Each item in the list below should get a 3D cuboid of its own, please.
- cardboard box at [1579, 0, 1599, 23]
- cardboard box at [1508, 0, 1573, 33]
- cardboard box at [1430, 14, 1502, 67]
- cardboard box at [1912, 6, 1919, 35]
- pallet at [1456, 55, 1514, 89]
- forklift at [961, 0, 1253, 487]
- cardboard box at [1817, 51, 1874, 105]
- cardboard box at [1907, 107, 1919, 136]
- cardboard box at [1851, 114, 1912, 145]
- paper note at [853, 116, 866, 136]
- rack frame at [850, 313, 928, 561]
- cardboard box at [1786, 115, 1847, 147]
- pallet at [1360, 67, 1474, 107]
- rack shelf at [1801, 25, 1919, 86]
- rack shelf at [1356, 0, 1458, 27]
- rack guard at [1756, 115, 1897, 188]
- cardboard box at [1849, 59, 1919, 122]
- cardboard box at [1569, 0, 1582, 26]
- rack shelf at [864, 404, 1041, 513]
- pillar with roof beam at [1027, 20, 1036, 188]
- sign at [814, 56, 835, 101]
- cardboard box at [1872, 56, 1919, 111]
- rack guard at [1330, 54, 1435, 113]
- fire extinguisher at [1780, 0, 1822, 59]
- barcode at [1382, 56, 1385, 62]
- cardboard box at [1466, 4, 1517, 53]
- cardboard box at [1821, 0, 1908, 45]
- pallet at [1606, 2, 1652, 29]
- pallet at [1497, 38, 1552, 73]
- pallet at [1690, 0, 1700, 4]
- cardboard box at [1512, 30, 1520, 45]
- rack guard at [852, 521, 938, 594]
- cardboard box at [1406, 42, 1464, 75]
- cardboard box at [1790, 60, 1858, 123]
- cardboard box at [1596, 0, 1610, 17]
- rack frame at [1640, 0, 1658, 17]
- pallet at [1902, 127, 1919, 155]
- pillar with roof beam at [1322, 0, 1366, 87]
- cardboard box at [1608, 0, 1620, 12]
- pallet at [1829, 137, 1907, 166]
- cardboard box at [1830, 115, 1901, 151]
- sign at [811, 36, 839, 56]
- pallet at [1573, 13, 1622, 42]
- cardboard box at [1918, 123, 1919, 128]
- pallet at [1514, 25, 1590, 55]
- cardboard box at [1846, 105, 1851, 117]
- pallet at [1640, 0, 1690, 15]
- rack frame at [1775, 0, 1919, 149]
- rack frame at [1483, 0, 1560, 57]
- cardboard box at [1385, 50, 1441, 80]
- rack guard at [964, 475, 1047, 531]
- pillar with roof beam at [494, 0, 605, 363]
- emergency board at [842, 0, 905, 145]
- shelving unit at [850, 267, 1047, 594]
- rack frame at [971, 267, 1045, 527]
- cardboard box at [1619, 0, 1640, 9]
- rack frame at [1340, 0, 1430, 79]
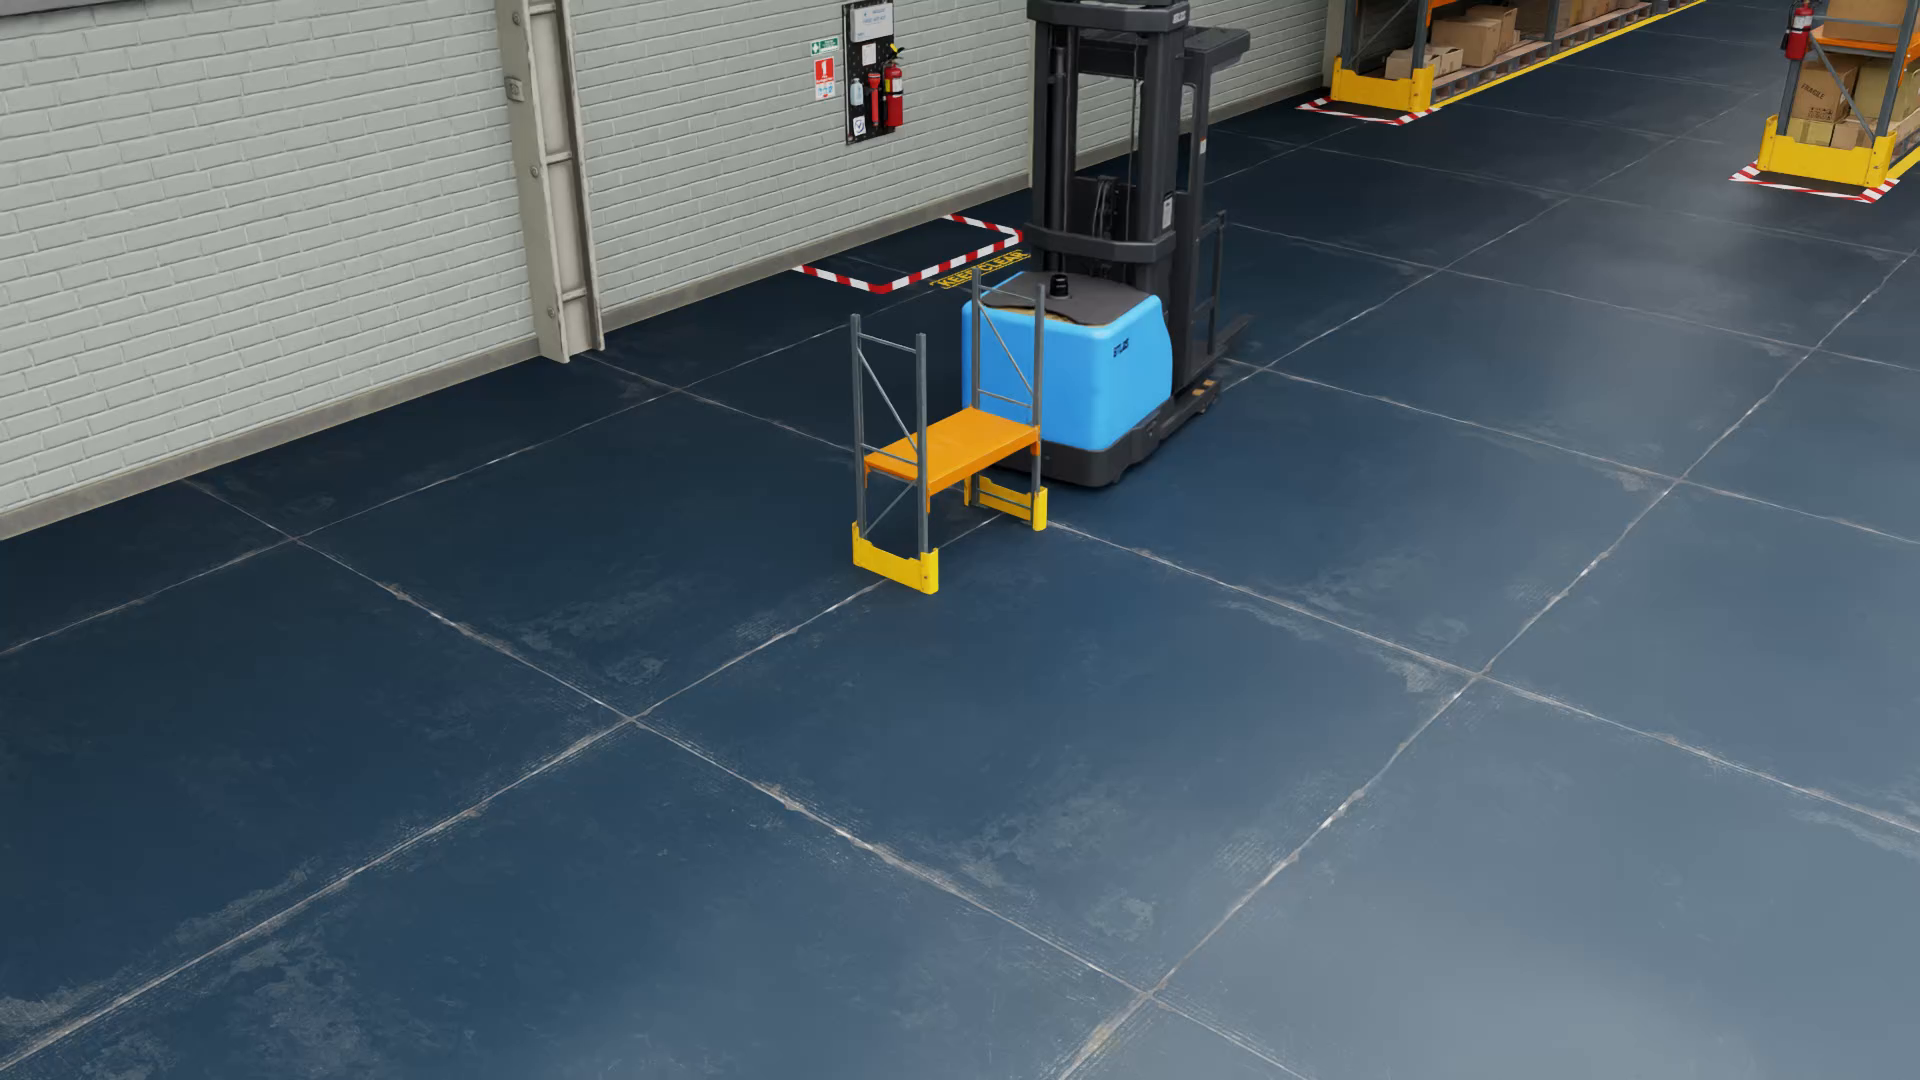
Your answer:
[{"bbox_3d":[8.585,-7.639,23.493,0.700,0.500,0.500,21,34,35],"label":"cardboard box"},{"bbox_3d":[7.940,-7.272,22.784,0.700,0.500,0.500,22,35,36],"label":"cardboard box"},{"bbox_3d":[6.317,-6.254,20.817,0.700,0.500,0.500,18,33,31],"label":"cardboard box"},{"bbox_3d":[9.402,-5.450,16.912,0.700,0.500,0.500,22,34,36],"label":"cardboard box"},{"bbox_3d":[6.309,-5.999,21.117,1.003,0.211,1.213,21,34,34],"label":"pallet"},{"bbox_3d":[1.166,-2.269,10.946,1.130,2.935,3.031,15,31,26],"label":"forklift"},{"bbox_3d":[9.501,-4.991,17.852,0.500,0.500,0.500,21,34,34],"label":"cardboard box"},{"bbox_3d":[9.911,-4.502,17.724,0.500,0.250,0.500,21,34,34],"label":"cardboard box"},{"bbox_3d":[9.593,-4.325,17.381,0.500,0.250,0.500,21,34,34],"label":"cardboard box"},{"bbox_3d":[-0.866,-3.578,14.360,0.016,0.148,0.142,21,34,34],"label":"paper note"},{"bbox_3d":[-0.378,-0.456,8.999,0.500,1.500,0.032,21,34,34],"label":"rack frame"},{"bbox_3d":[8.878,-4.298,17.329,0.500,0.250,0.500,21,34,34],"label":"cardboard box"},{"bbox_3d":[5.532,-5.569,20.285,1.003,0.211,1.213,21,34,34],"label":"pallet"},{"bbox_3d":[10.037,-5.446,17.795,1.077,0.370,4.000,21,34,34],"label":"rack shelf"},{"bbox_3d":[6.212,-6.892,20.591,1.077,0.370,4.000,21,34,34],"label":"rack shelf"},{"bbox_3d":[8.750,-3.938,16.817,1.175,0.500,0.348,21,34,34],"label":"rack guard"},{"bbox_3d":[9.594,-4.658,17.208,0.500,0.500,0.500,21,34,34],"label":"cardboard box"},{"bbox_3d":[8.230,-7.470,23.166,0.700,0.500,0.500,20,33,33],"label":"cardboard box"},{"bbox_3d":[-0.054,-0.476,9.430,0.538,0.185,1.000,21,34,34],"label":"rack shelf"},{"bbox_3d":[4.223,-6.283,12.101,9.100,9.000,0.400,21,34,34],"label":"pillar with roof beam"},{"bbox_3d":[-1.131,-3.861,13.911,0.001,0.329,0.234,21,34,34],"label":"sign"},{"bbox_3d":[9.902,-4.839,17.558,0.500,0.500,0.500,21,34,34],"label":"cardboard box"},{"bbox_3d":[4.988,-5.419,19.682,1.175,0.500,0.348,21,34,34],"label":"rack guard"},{"bbox_3d":[8.331,-5.116,16.459,0.296,0.674,0.183,21,34,34],"label":"fire extinguisher"},{"bbox_3d":[5.152,-5.850,20.232,0.001,0.075,0.075,21,34,34],"label":"barcode"},{"bbox_3d":[6.855,-6.626,21.536,0.500,0.500,0.500,18,32,31],"label":"cardboard box"},{"bbox_3d":[9.072,-5.262,16.549,0.700,0.500,0.500,21,34,34],"label":"cardboard box"},{"bbox_3d":[9.530,-7.824,24.644,1.003,0.211,1.213,21,34,34],"label":"pallet"},{"bbox_3d":[7.084,-6.434,21.957,1.003,0.211,1.213,21,34,34],"label":"pallet"},{"bbox_3d":[11.364,-8.789,26.509,1.003,0.211,1.213,21,34,34],"label":"pallet"},{"bbox_3d":[7.167,-6.659,21.963,0.380,0.166,0.250,16,31,28],"label":"cardboard box"},{"bbox_3d":[-0.365,0.093,9.299,0.587,0.250,0.087,21,34,34],"label":"rack guard"},{"bbox_3d":[5.812,-5.925,20.386,0.500,0.311,0.500,24,36,38],"label":"cardboard box"},{"bbox_3d":[8.876,-4.632,17.158,0.500,0.500,0.500,21,34,34],"label":"cardboard box"},{"bbox_3d":[8.899,-7.821,23.845,0.700,0.500,0.500,21,34,34],"label":"cardboard box"},{"bbox_3d":[10.029,-9.339,24.538,1.000,3.000,0.127,21,34,34],"label":"rack frame"},{"bbox_3d":[9.995,-4.532,18.280,1.003,0.211,1.213,21,34,34],"label":"pallet"},{"bbox_3d":[8.040,-8.410,16.213,9.100,9.000,0.400,21,34,34],"label":"pillar with roof beam"},{"bbox_3d":[9.193,-8.005,24.201,0.700,0.500,0.500,21,34,34],"label":"cardboard box"},{"bbox_3d":[9.219,-4.101,17.448,1.003,0.211,1.213,21,34,34],"label":"pallet"},{"bbox_3d":[9.278,-4.147,17.036,0.500,0.250,0.500,21,34,34],"label":"cardboard box"},{"bbox_3d":[-1.121,-4.096,13.787,0.001,0.109,0.331,21,34,34],"label":"sign"},{"bbox_3d":[8.754,-7.393,23.812,1.003,0.211,1.213,21,34,34],"label":"pallet"},{"bbox_3d":[10.233,-4.678,18.064,0.500,0.250,0.500,21,34,34],"label":"cardboard box"},{"bbox_3d":[7.978,-6.959,22.972,1.003,0.211,1.213,21,34,34],"label":"pallet"},{"bbox_3d":[9.187,-4.479,17.679,0.500,0.250,0.500,21,34,34],"label":"cardboard box"},{"bbox_3d":[10.588,-8.358,25.677,1.003,0.211,1.213,21,34,34],"label":"pallet"},{"bbox_3d":[8.765,-5.056,16.259,1.000,3.000,0.127,21,34,34],"label":"rack frame"},{"bbox_3d":[7.484,-7.921,21.797,1.000,3.000,0.127,21,34,34],"label":"rack frame"},{"bbox_3d":[5.450,-5.723,19.995,0.500,0.311,0.500,17,32,29],"label":"cardboard box"},{"bbox_3d":[0.268,-0.261,9.982,0.587,0.250,0.087,21,34,34],"label":"rack guard"},{"bbox_3d":[0.407,-4.155,7.989,9.100,9.000,0.400,21,34,34],"label":"pillar with roof beam"},{"bbox_3d":[-0.700,-4.011,14.240,0.194,1.169,0.643,21,34,34],"label":"emergency board"},{"bbox_3d":[-0.048,-0.639,9.353,0.587,1.500,1.083,21,34,34],"label":"shelving unit"},{"bbox_3d":[0.269,-0.816,9.695,0.500,1.500,0.032,21,34,34],"label":"rack frame"},{"bbox_3d":[9.611,-8.154,24.489,0.700,0.500,0.500,21,34,35],"label":"cardboard box"},{"bbox_3d":[4.940,-6.503,19.055,1.000,3.000,0.127,21,34,34],"label":"rack frame"}]
